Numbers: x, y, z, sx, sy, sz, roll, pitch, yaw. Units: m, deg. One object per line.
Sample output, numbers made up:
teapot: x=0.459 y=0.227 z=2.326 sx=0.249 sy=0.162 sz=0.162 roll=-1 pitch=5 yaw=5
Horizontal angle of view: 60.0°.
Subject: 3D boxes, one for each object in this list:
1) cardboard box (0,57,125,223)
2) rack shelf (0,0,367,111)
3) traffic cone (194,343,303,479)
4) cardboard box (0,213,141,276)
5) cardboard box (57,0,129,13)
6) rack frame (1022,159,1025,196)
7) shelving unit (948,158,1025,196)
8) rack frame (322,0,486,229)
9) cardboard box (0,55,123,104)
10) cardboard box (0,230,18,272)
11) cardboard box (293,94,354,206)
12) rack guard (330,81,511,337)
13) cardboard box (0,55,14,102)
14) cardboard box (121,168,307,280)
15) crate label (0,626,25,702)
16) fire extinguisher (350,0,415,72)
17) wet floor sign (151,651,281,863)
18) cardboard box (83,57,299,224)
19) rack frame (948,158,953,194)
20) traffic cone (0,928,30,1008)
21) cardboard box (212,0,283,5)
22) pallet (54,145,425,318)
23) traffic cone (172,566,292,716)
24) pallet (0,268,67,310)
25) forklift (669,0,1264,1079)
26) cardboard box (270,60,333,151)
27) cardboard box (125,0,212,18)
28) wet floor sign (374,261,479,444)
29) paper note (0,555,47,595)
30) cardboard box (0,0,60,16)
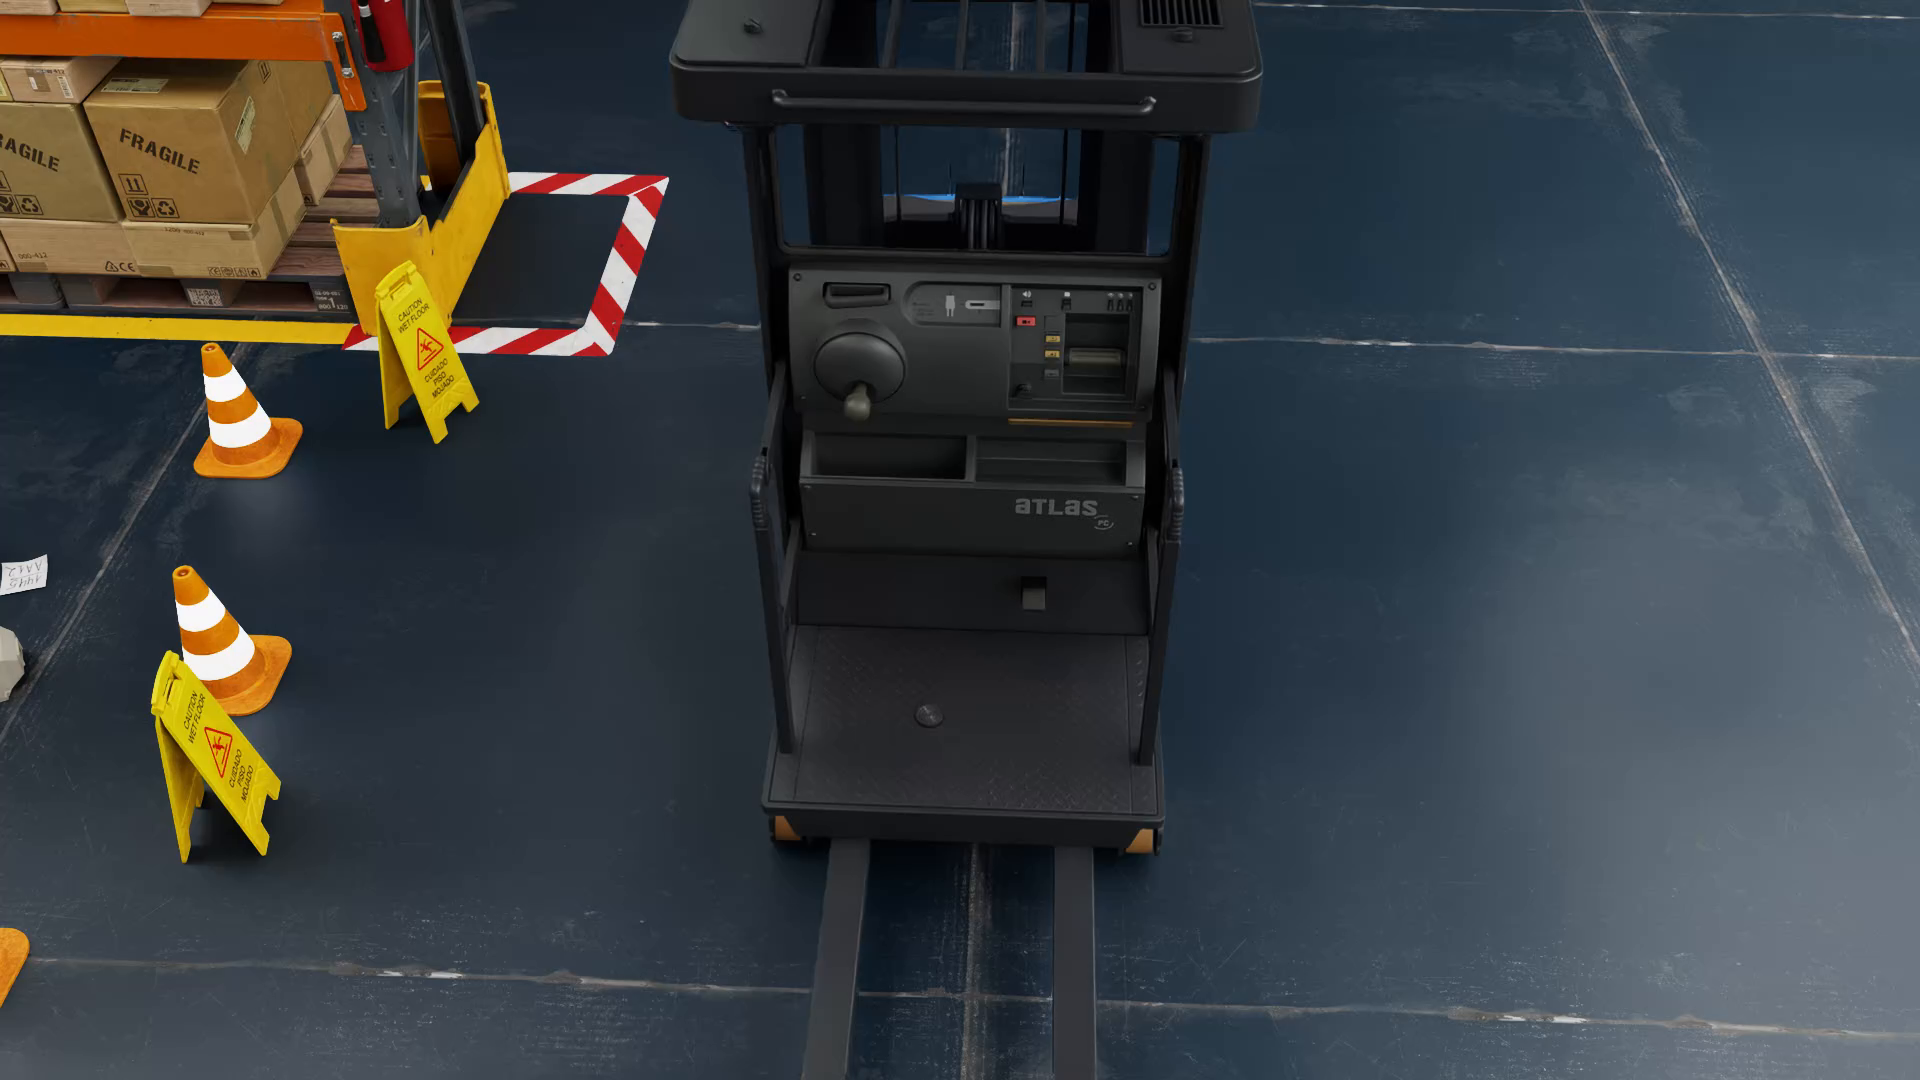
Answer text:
cardboard box: x=-3.456 y=-1.580 z=6.405 sx=0.500 sy=0.500 sz=0.500 roll=3 pitch=43 yaw=3
rack shelf: x=-4.120 y=-2.096 z=6.327 sx=4.000 sy=0.370 sz=1.077 roll=2 pitch=43 yaw=2
traffic cone: x=-2.610 y=-0.504 z=5.952 sx=0.334 sy=0.463 sz=0.336 roll=2 pitch=43 yaw=2
cardboard box: x=-3.459 y=-1.308 z=6.663 sx=0.500 sy=0.250 sz=0.500 roll=2 pitch=43 yaw=2
cardboard box: x=-3.019 y=-2.026 z=5.909 sx=0.250 sy=0.149 sz=0.380 roll=1 pitch=43 yaw=1
rack frame: x=0.212 y=-0.827 z=5.867 sx=0.008 sy=1.050 sz=0.200 roll=1 pitch=43 yaw=1
shelving unit: x=0.090 y=-0.829 z=5.870 sx=0.252 sy=1.050 sz=0.215 roll=1 pitch=43 yaw=1
rack frame: x=-2.122 y=-2.298 z=6.016 sx=0.127 sy=3.000 sz=1.000 roll=2 pitch=43 yaw=2
cardboard box: x=-3.304 y=-1.770 z=6.132 sx=0.250 sy=0.149 sz=0.380 roll=3 pitch=43 yaw=3
cardboard box: x=-3.982 y=-1.320 z=6.676 sx=0.500 sy=0.250 sz=0.500 roll=0 pitch=43 yaw=0
cardboard box: x=-2.916 y=-1.658 z=7.039 sx=0.500 sy=0.250 sz=0.500 roll=1 pitch=43 yaw=2
rack guard: x=-2.198 y=-1.385 z=6.870 sx=0.348 sy=0.500 sz=1.175 roll=2 pitch=43 yaw=2
cardboard box: x=-3.555 y=-1.779 z=6.143 sx=0.250 sy=0.149 sz=0.380 roll=2 pitch=43 yaw=3
cardboard box: x=-2.966 y=-1.288 z=6.641 sx=0.500 sy=0.250 sz=0.500 roll=2 pitch=43 yaw=2
crate label: x=-3.108 y=0.399 z=5.221 sx=0.298 sy=0.136 sz=0.250 roll=-19 pitch=46 yaw=-20
fire extinguisher: x=-2.029 y=-1.952 z=5.702 sx=0.183 sy=0.674 sz=0.296 roll=2 pitch=43 yaw=2
wet floor sign: x=-2.126 y=0.590 z=4.643 sx=0.232 sy=0.644 sz=0.267 roll=-5 pitch=43 yaw=-5
cardboard box: x=-2.934 y=-1.567 z=6.390 sx=0.500 sy=0.500 sz=0.500 roll=2 pitch=43 yaw=2
rack frame: x=-0.032 y=-0.832 z=5.872 sx=0.008 sy=1.050 sz=0.200 roll=1 pitch=43 yaw=1
traffic cone: x=-2.711 y=1.021 z=4.314 sx=0.334 sy=0.463 sz=0.336 roll=2 pitch=43 yaw=2
cardboard box: x=-2.506 y=-2.072 z=5.957 sx=0.250 sy=0.149 sz=0.380 roll=3 pitch=43 yaw=3
pallet: x=-3.008 y=-1.329 z=7.021 sx=1.213 sy=0.211 sz=1.003 roll=2 pitch=43 yaw=2
traffic cone: x=-2.320 y=0.262 z=5.129 sx=0.334 sy=0.463 sz=0.336 roll=2 pitch=43 yaw=2
pallet: x=-4.224 y=-1.368 z=7.064 sx=1.213 sy=0.211 sz=1.003 roll=2 pitch=43 yaw=2
forklift: x=0.027 y=-0.404 z=4.033 sx=1.130 sy=2.935 sz=3.031 roll=2 pitch=43 yaw=2
cardboard box: x=-2.939 y=-1.933 z=6.783 sx=0.500 sy=0.500 sz=0.500 roll=0 pitch=43 yaw=0
cardboard box: x=-2.764 y=-2.004 z=5.885 sx=0.250 sy=0.149 sz=0.380 roll=1 pitch=43 yaw=1
wet floor sign: x=-1.981 y=-0.702 z=6.030 sx=0.232 sy=0.644 sz=0.267 roll=16 pitch=45 yaw=16
paper note: x=-3.156 y=0.115 z=5.604 sx=0.142 sy=0.019 sz=0.148 roll=-12 pitch=44 yaw=-13
cardboard box: x=-3.277 y=-2.014 z=5.895 sx=0.250 sy=0.149 sz=0.380 roll=2 pitch=43 yaw=3
